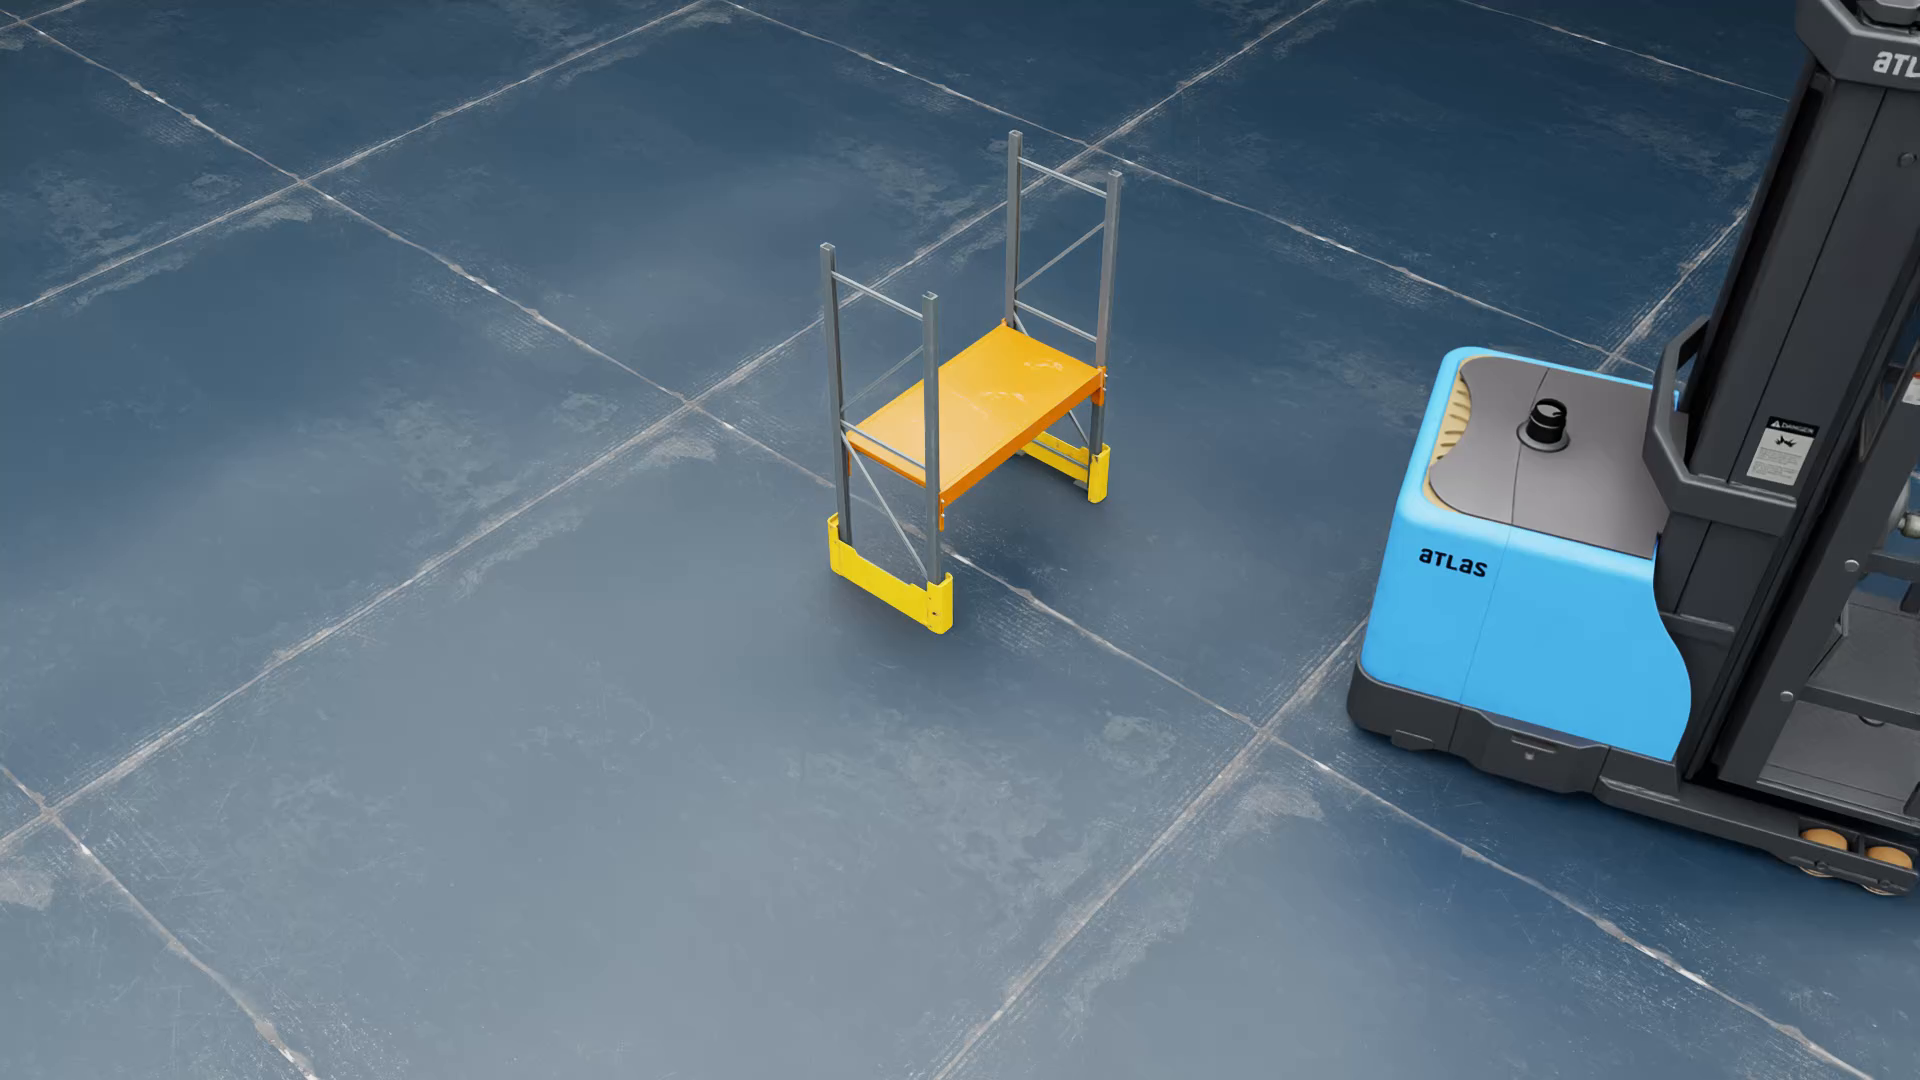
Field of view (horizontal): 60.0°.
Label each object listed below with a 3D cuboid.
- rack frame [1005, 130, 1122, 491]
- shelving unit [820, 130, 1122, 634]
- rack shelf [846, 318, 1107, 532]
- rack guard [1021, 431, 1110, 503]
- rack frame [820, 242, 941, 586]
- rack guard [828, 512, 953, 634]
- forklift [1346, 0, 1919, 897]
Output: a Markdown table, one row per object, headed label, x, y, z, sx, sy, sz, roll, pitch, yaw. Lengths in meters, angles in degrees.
| label | x | y | z | sx | sy | sz | roll | pitch | yaw |
| --- | --- | --- | --- | --- | --- | --- | --- | --- | --- |
| rack frame | 0.382 | -0.861 | 6.582 | 0.500 | 1.500 | 0.032 | 29 | 50 | 28 |
| shelving unit | 0.049 | -0.594 | 6.289 | 0.587 | 1.500 | 1.083 | 29 | 50 | 28 |
| rack shelf | 0.055 | -0.466 | 6.415 | 0.538 | 0.185 | 1.000 | 29 | 50 | 28 |
| rack guard | 0.370 | -0.388 | 6.991 | 0.587 | 0.250 | 0.087 | 29 | 50 | 28 |
| rack frame | -0.272 | -0.337 | 6.006 | 0.500 | 1.500 | 0.032 | 29 | 50 | 28 |
| rack guard | -0.271 | 0.125 | 6.427 | 0.587 | 0.250 | 0.087 | 29 | 50 | 28 |
| forklift | 2.956 | -0.326 | 4.930 | 3.031 | 2.935 | 1.130 | 15 | 44 | 16 |
